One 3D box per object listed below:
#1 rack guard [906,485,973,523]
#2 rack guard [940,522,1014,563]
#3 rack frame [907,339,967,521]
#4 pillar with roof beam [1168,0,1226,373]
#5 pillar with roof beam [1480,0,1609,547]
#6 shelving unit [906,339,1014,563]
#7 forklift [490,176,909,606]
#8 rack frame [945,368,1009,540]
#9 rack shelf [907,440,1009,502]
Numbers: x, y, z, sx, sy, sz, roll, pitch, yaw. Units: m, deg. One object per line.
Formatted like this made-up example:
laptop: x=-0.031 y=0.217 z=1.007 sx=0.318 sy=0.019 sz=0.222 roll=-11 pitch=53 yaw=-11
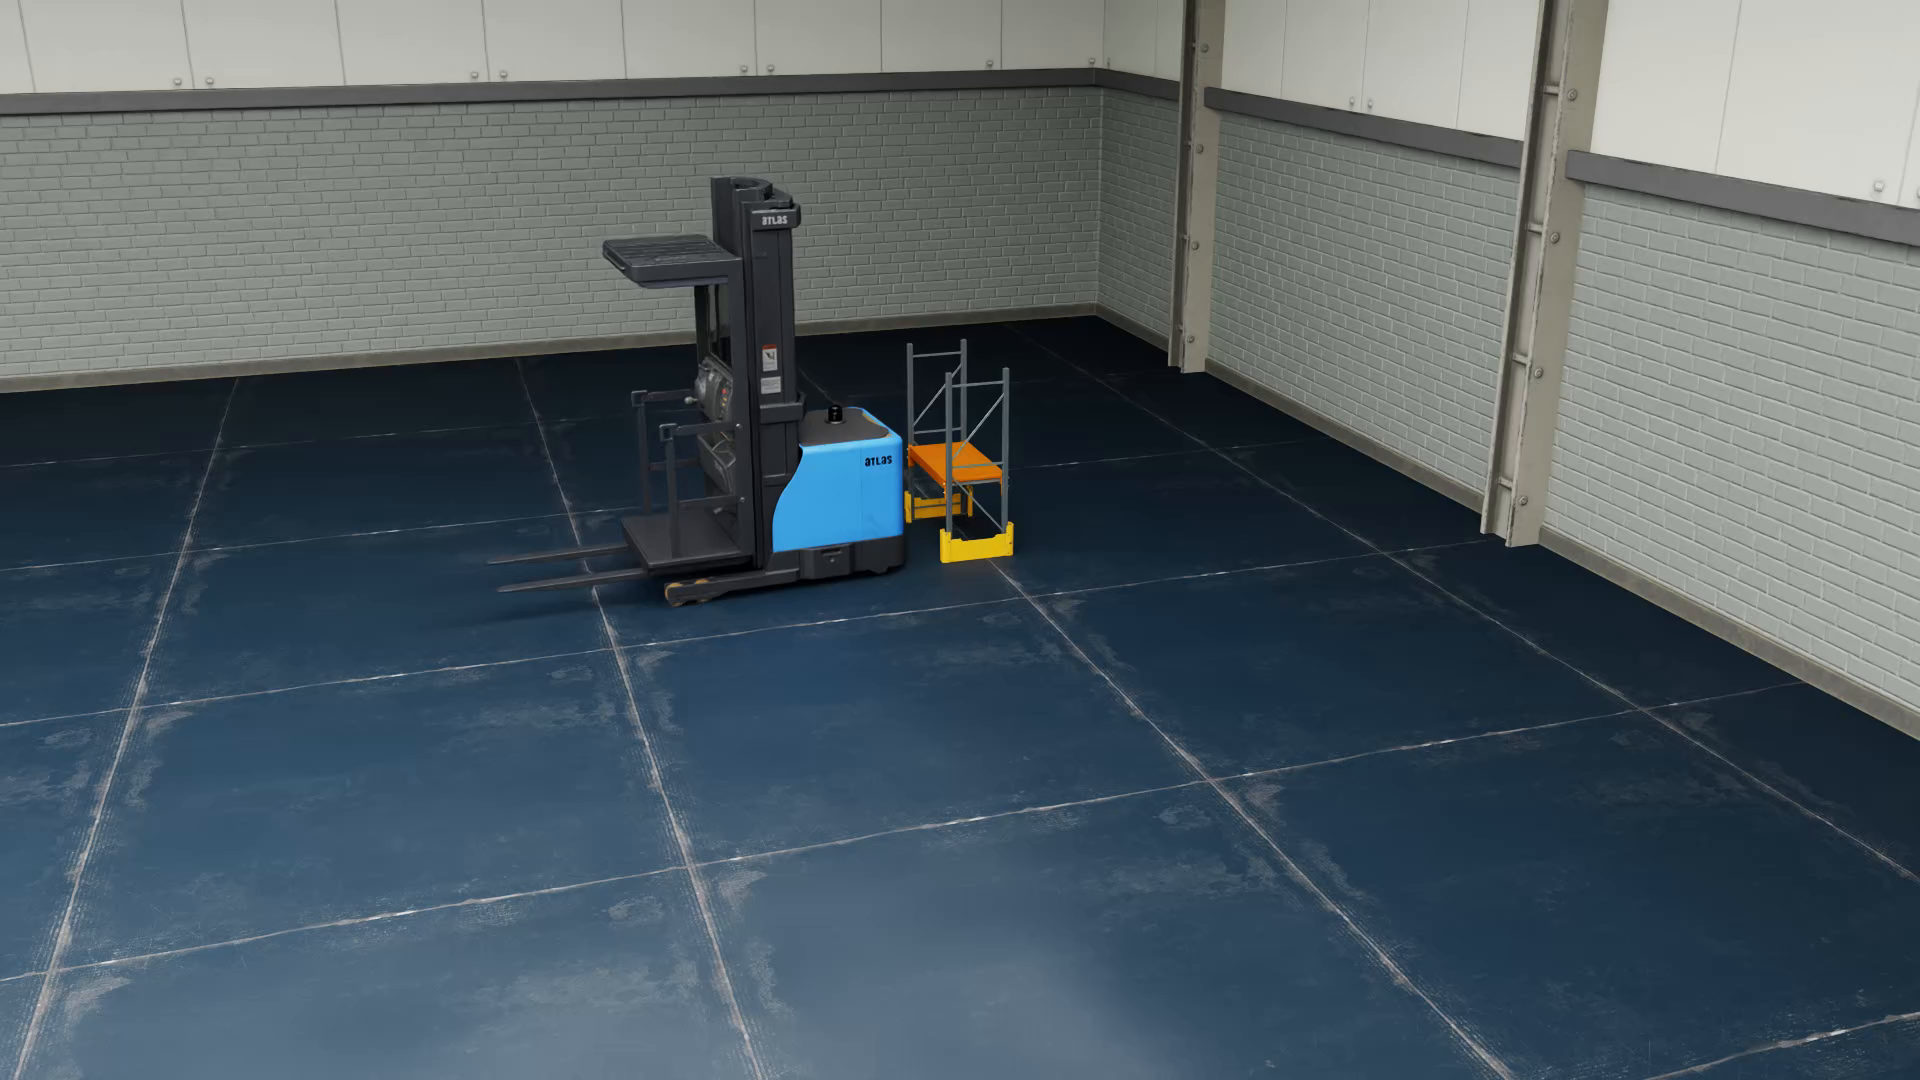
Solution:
rack guard: x=-0.180 y=-0.302 z=13.887 sx=0.587 sy=0.250 sz=0.087 roll=-6 pitch=21 yaw=-17
rack guard: x=0.133 y=0.018 z=12.997 sx=0.587 sy=0.250 sz=0.087 roll=-6 pitch=21 yaw=-17
rack frame: x=-0.187 y=-0.896 z=13.693 sx=0.500 sy=1.500 sz=0.032 roll=-6 pitch=21 yaw=-17
pillar with roof beam: x=-1.512 y=-5.726 z=16.045 sx=9.100 sy=9.000 sz=0.400 roll=-6 pitch=21 yaw=-17
pillar with roof beam: x=0.374 y=-3.800 z=10.684 sx=9.100 sy=9.000 sz=0.400 roll=-6 pitch=21 yaw=-17
shelving unit: x=-0.024 y=-0.730 z=13.231 sx=0.587 sy=1.500 sz=1.083 roll=-6 pitch=21 yaw=-17
forklift: x=-1.960 y=-1.105 z=12.156 sx=3.031 sy=2.935 sz=1.130 roll=-8 pitch=21 yaw=-21
rack frame: x=0.133 y=-0.570 z=12.785 sx=0.500 sy=1.500 sz=0.032 roll=-6 pitch=21 yaw=-17
rack shelf: x=-0.027 y=-0.564 z=13.300 sx=0.538 sy=0.185 sz=1.000 roll=-6 pitch=21 yaw=-17
